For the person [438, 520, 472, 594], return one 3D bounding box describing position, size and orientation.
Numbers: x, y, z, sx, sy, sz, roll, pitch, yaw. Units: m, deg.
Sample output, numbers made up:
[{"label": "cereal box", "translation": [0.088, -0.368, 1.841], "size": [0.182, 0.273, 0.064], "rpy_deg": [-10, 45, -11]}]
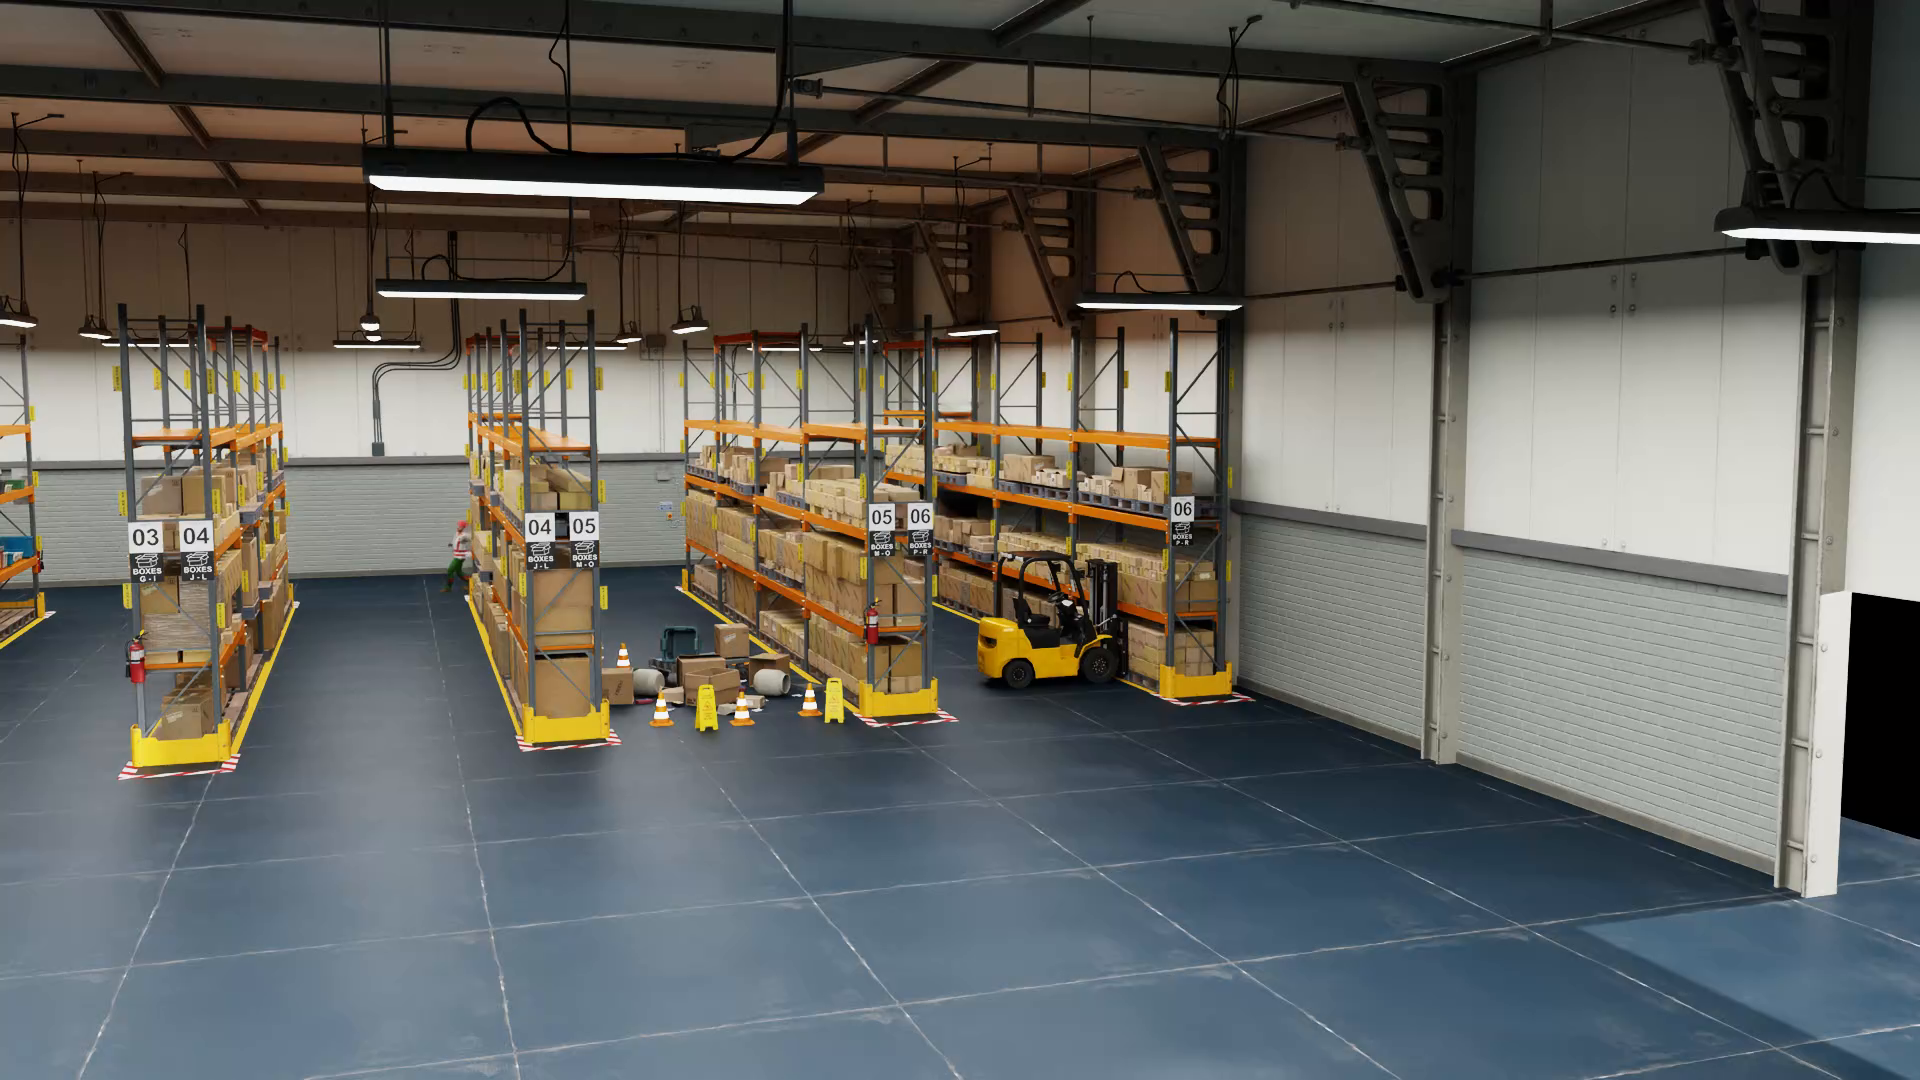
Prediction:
[{"label": "person", "translation": [-11.898, 0.405, 39.306], "size": [0.836, 1.751, 0.651], "rpy_deg": [-3, 6, -27]}]
